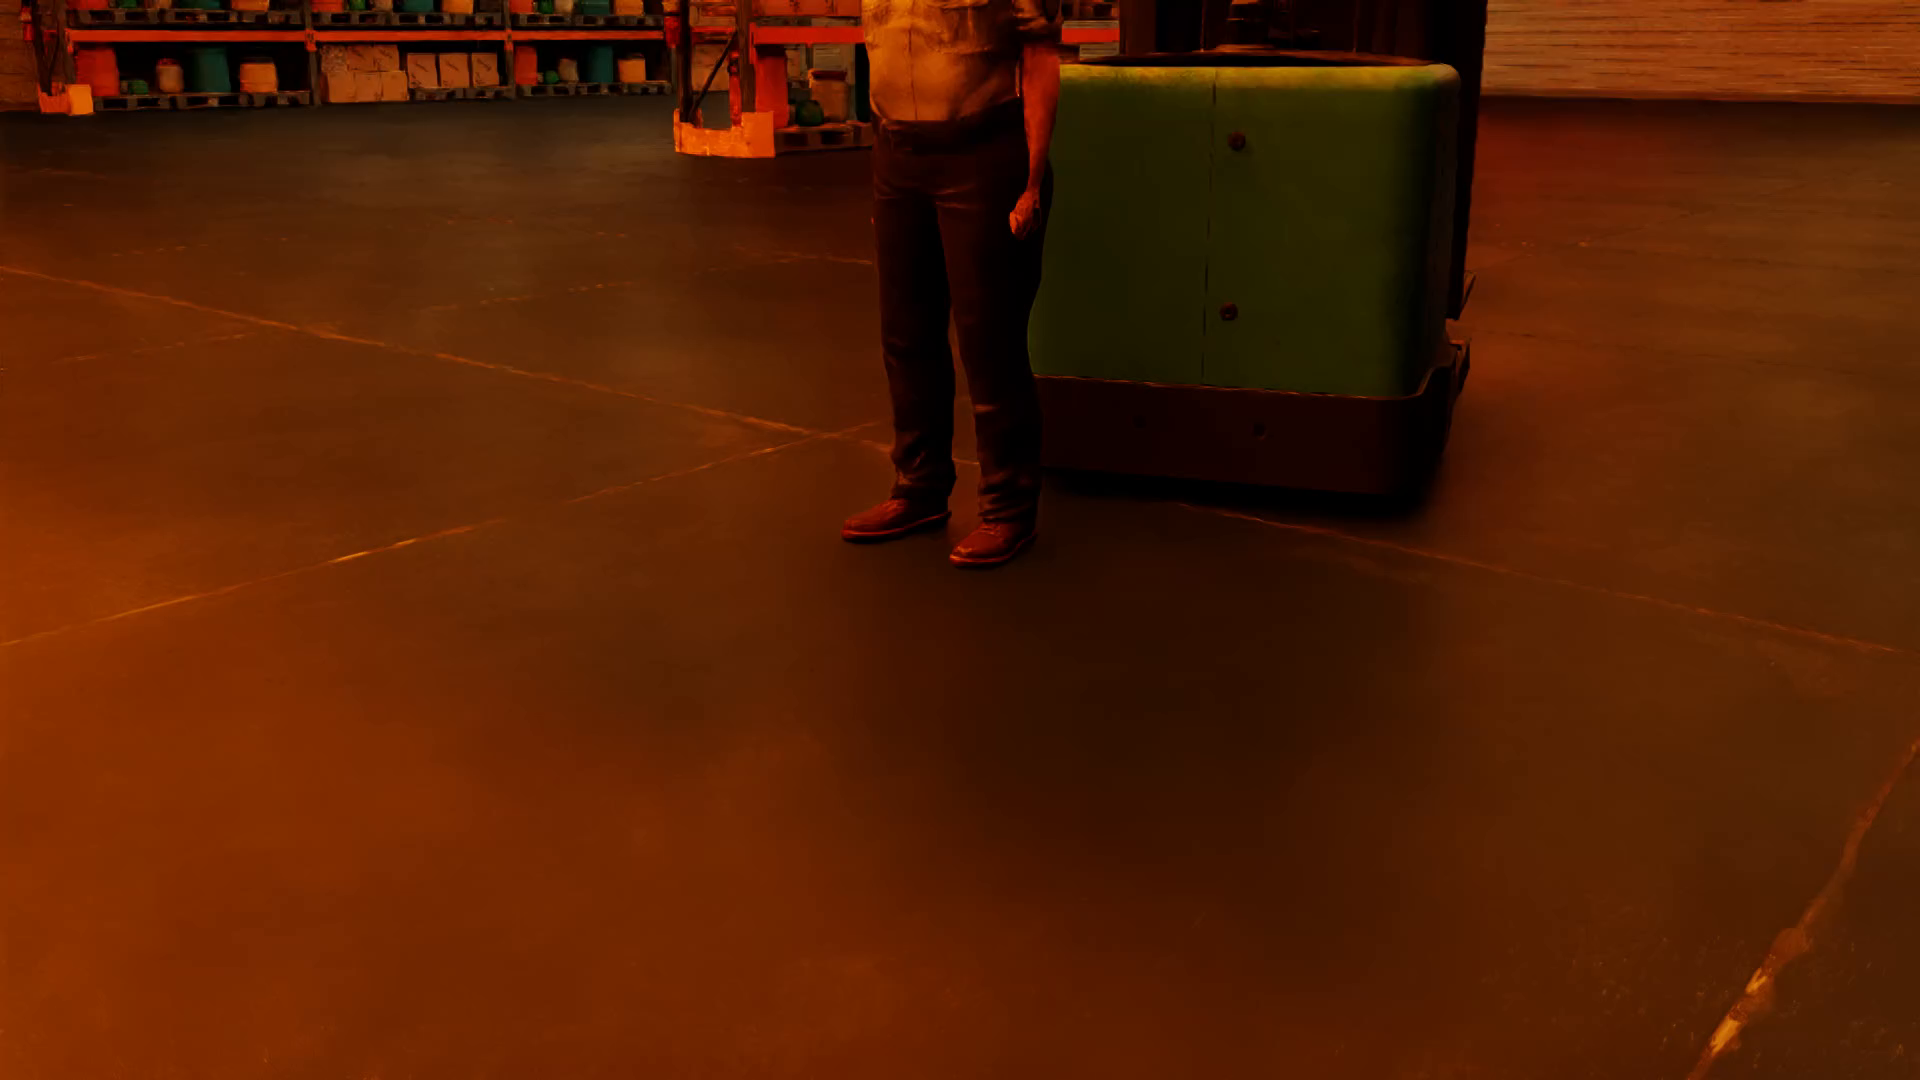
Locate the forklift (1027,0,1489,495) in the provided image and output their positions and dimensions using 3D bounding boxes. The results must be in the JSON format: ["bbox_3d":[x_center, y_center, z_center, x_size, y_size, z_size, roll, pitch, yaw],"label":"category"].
[{"bbox_3d":[1.103,-1.899,5.153,1.130,2.935,3.031,6,18,19],"label":"forklift"}]

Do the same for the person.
[{"bbox_3d":[-0.016,-0.778,3.698,0.480,1.639,0.349,13,21,37],"label":"person"}]
